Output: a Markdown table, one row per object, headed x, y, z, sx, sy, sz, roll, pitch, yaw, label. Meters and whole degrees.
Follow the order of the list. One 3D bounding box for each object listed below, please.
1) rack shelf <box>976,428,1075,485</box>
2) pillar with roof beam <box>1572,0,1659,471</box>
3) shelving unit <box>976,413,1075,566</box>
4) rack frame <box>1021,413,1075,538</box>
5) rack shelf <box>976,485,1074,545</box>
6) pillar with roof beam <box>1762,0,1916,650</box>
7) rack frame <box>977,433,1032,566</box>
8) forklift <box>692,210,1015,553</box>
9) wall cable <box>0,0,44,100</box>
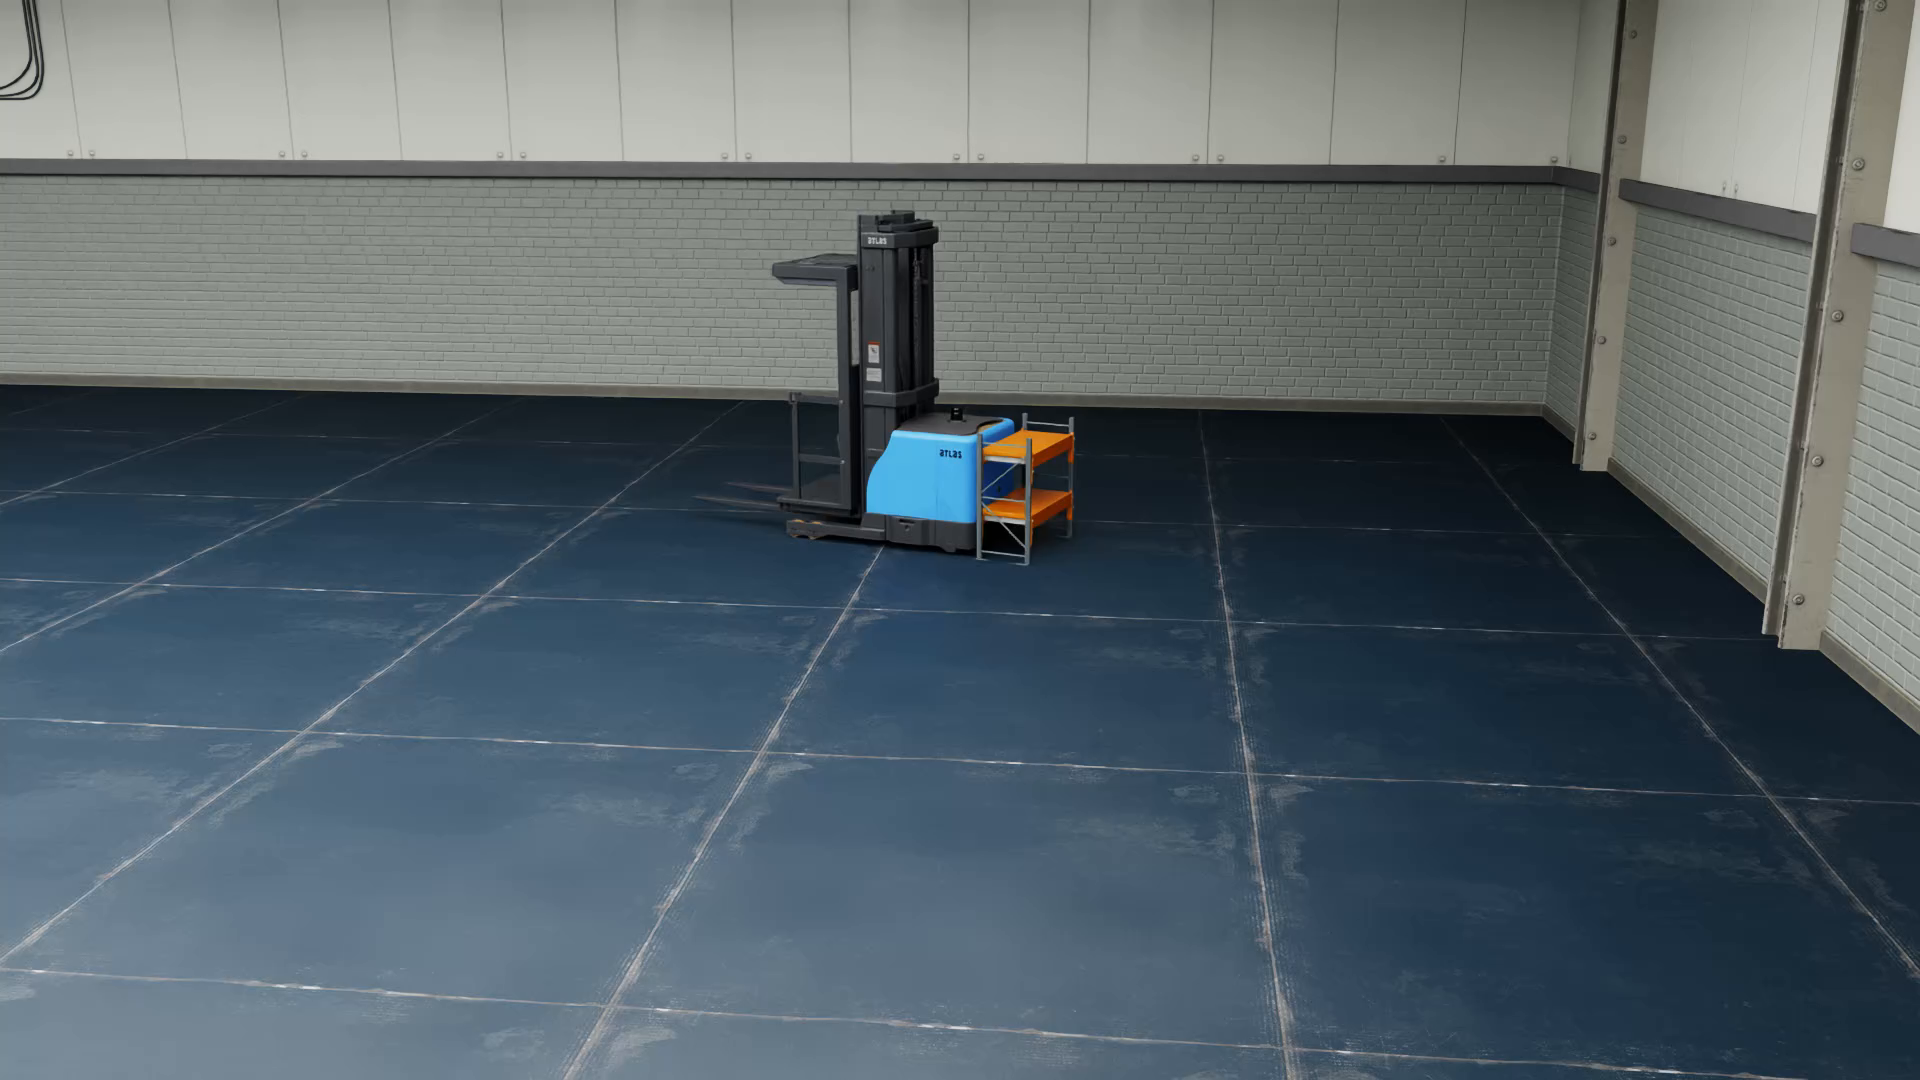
| x | y | z | sx | sy | sz | roll | pitch | yaw | label |
| --- | --- | --- | --- | --- | --- | --- | --- | --- | --- |
| 0.592 | -0.750 | 14.749 | 0.538 | 0.278 | 1.000 | 7 | 17 | 24 | rack shelf |
| 2.634 | -5.272 | 17.506 | 9.100 | 9.000 | 0.400 | 2 | 15 | 6 | pillar with roof beam |
| 0.592 | -0.468 | 14.825 | 0.538 | 1.125 | 1.048 | 7 | 17 | 24 | shelving unit |
| 0.804 | -0.589 | 15.272 | 0.500 | 1.125 | 0.032 | 7 | 17 | 24 | rack frame |
| 0.592 | -0.232 | 14.889 | 0.538 | 0.278 | 1.000 | 7 | 17 | 24 | rack shelf |
| 1.957 | -3.716 | 11.751 | 9.100 | 9.000 | 0.400 | 2 | 15 | 6 | pillar with roof beam |
| 0.380 | -0.347 | 14.379 | 0.500 | 1.125 | 0.032 | 7 | 17 | 24 | rack frame |
| -1.050 | -1.535 | 15.313 | 3.031 | 2.935 | 1.130 | 7 | 16 | 23 | forklift |
| -13.310 | -8.156 | 21.657 | 2.305 | 6.003 | 0.169 | 2 | 15 | 6 | wall cable |
